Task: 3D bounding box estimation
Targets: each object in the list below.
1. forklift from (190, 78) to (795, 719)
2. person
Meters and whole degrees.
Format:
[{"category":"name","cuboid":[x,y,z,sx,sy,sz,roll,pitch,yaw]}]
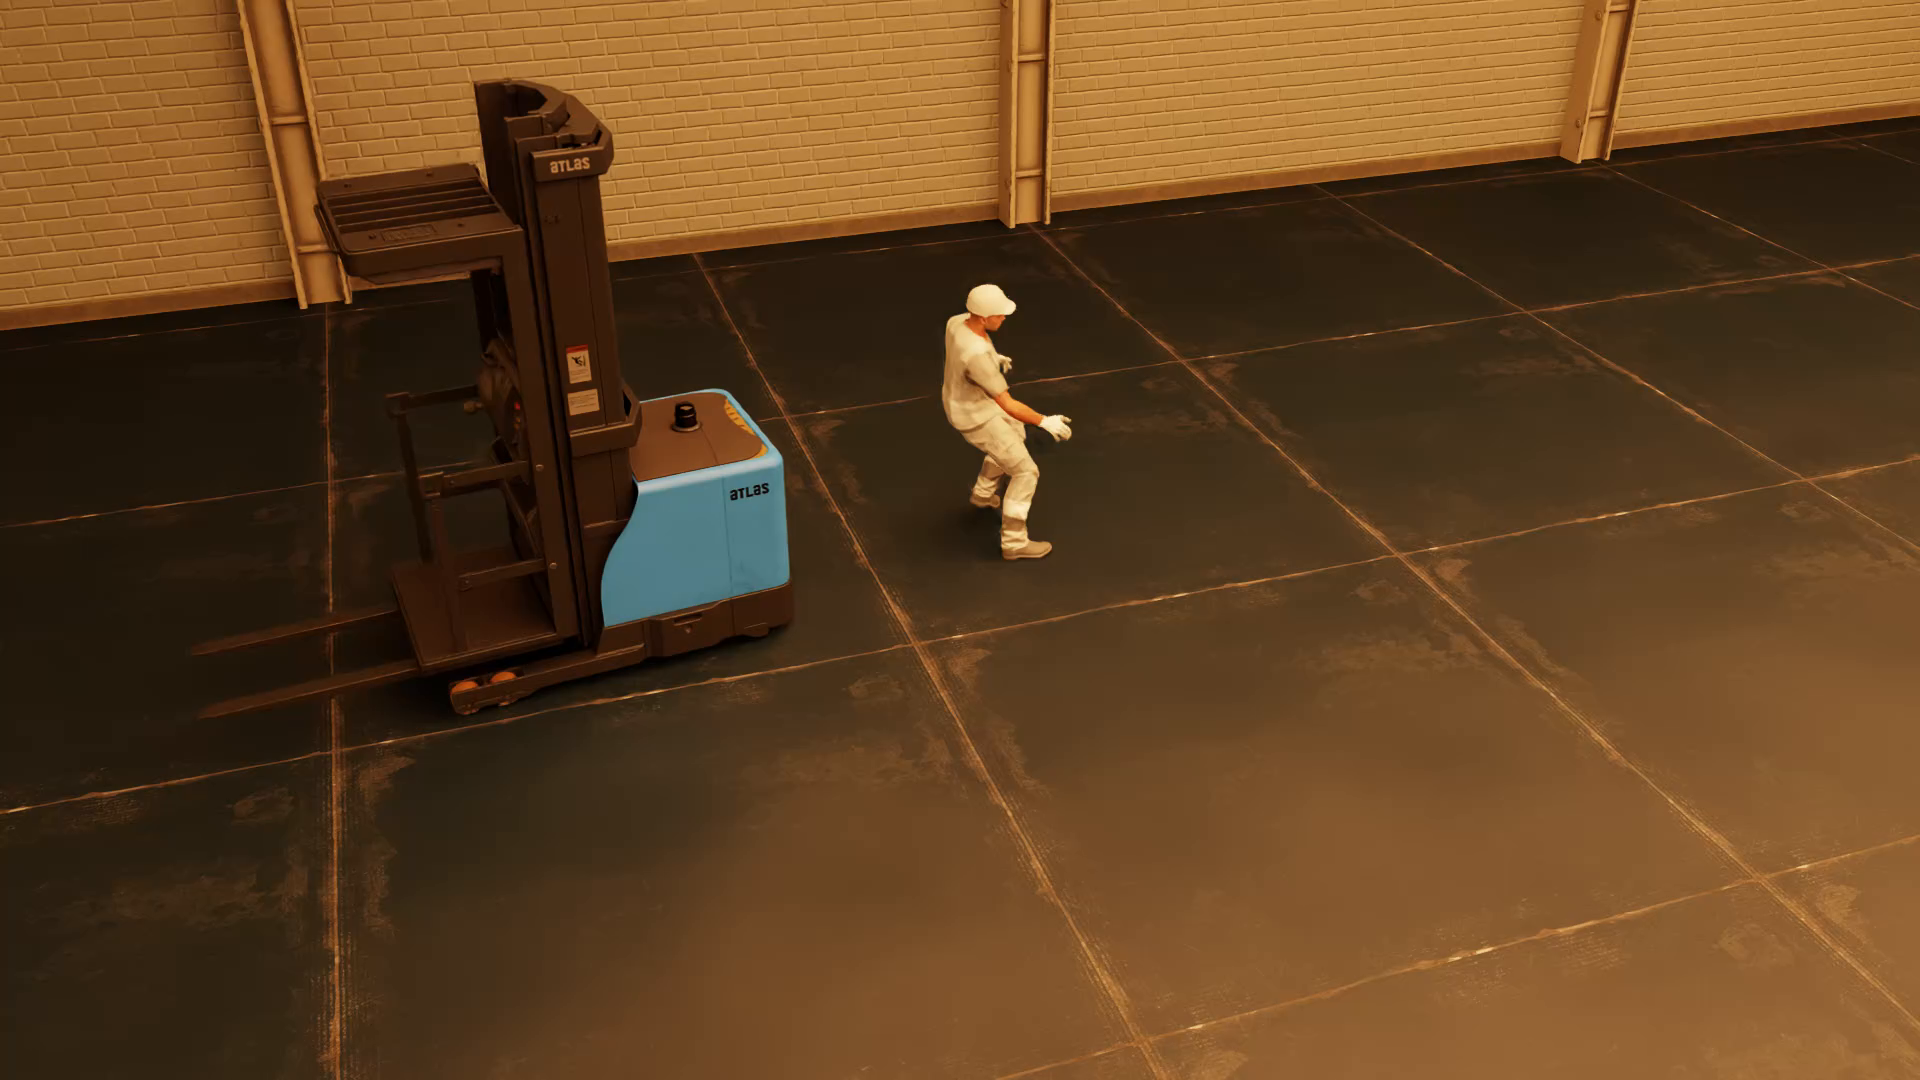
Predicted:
[{"category":"forklift","cuboid":[-2.469,-0.683,8.274,3.031,2.935,1.130,-13,32,-22]},{"category":"person","cuboid":[0.235,-0.768,9.741,0.632,1.624,0.907,-7,31,-12]}]
